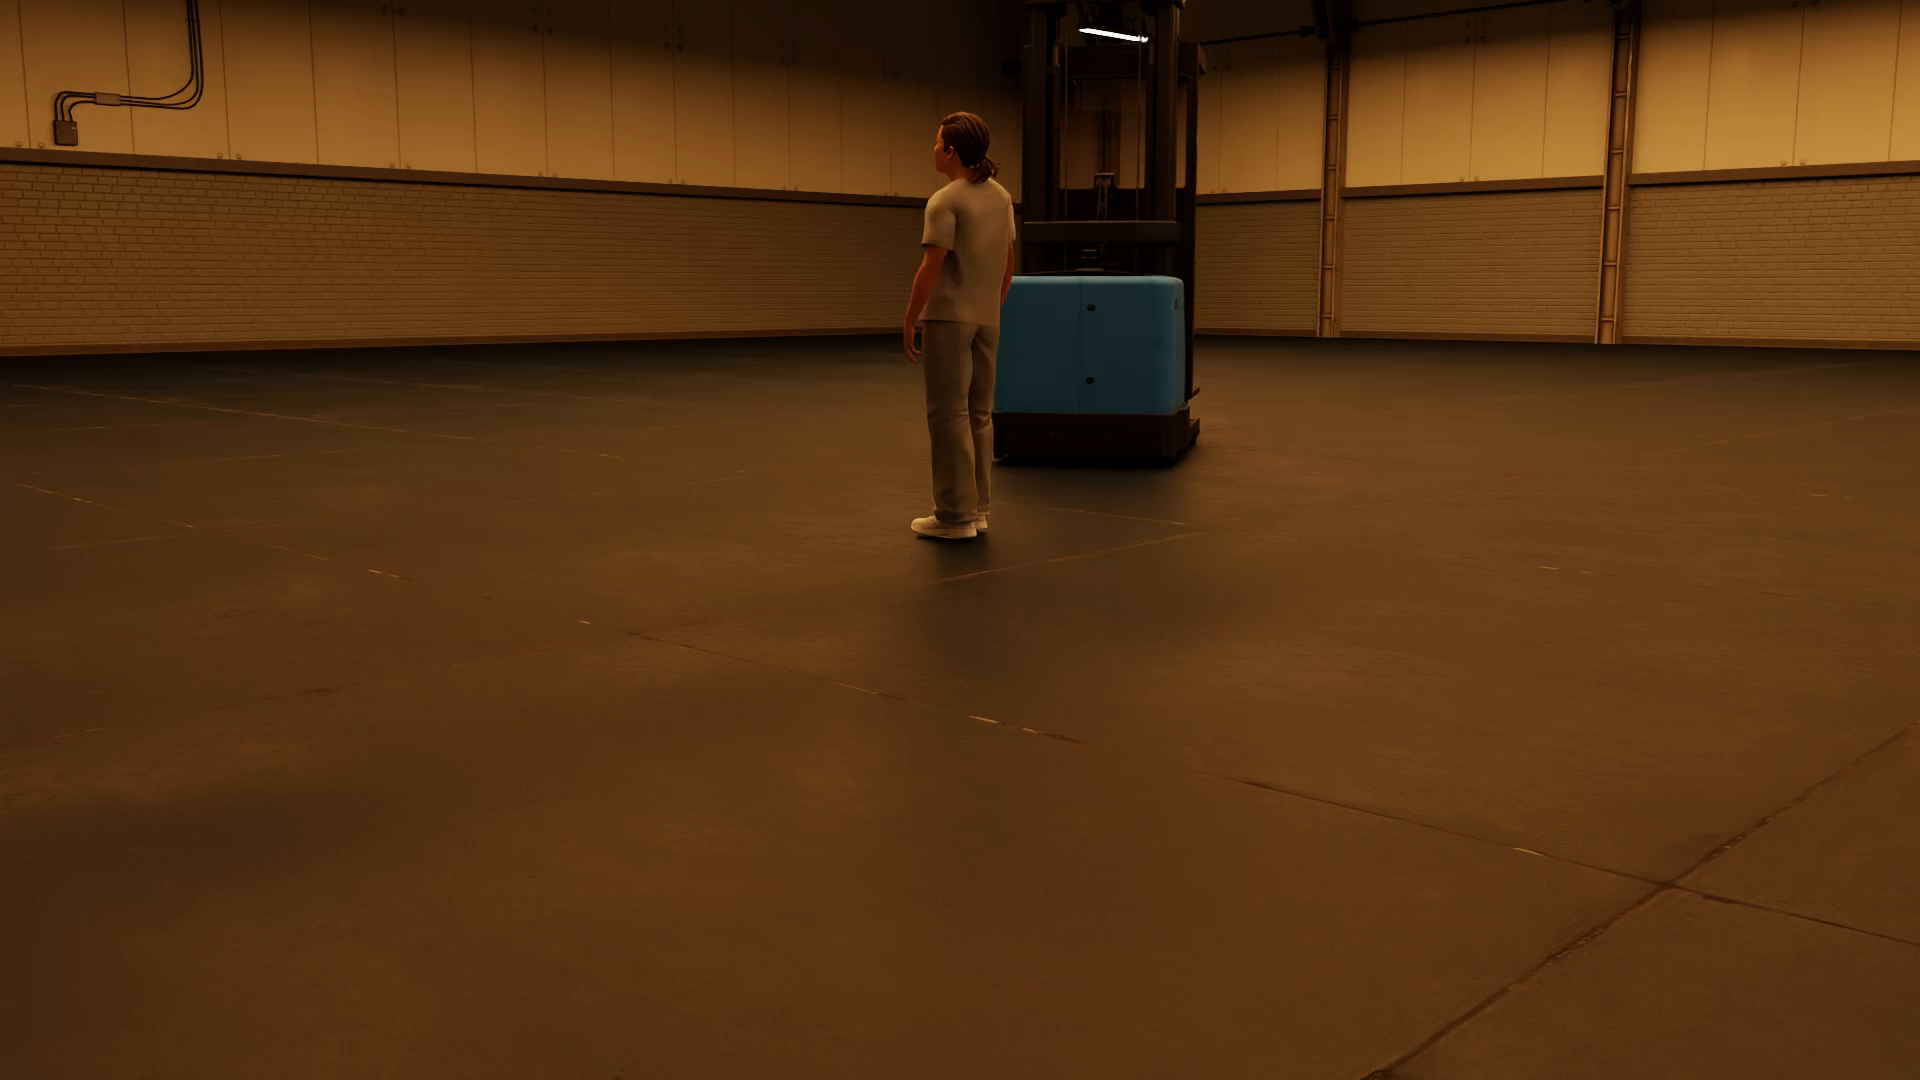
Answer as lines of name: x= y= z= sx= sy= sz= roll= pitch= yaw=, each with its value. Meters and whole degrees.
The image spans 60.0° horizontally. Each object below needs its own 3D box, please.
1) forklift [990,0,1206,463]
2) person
forklift: x=0.978 y=-2.073 z=10.638 sx=1.130 sy=2.935 sz=3.031 roll=2 pitch=9 yaw=12
person: x=-0.044 y=-0.845 z=6.652 sx=0.548 sy=1.673 sz=0.549 roll=8 pitch=12 yaw=43
